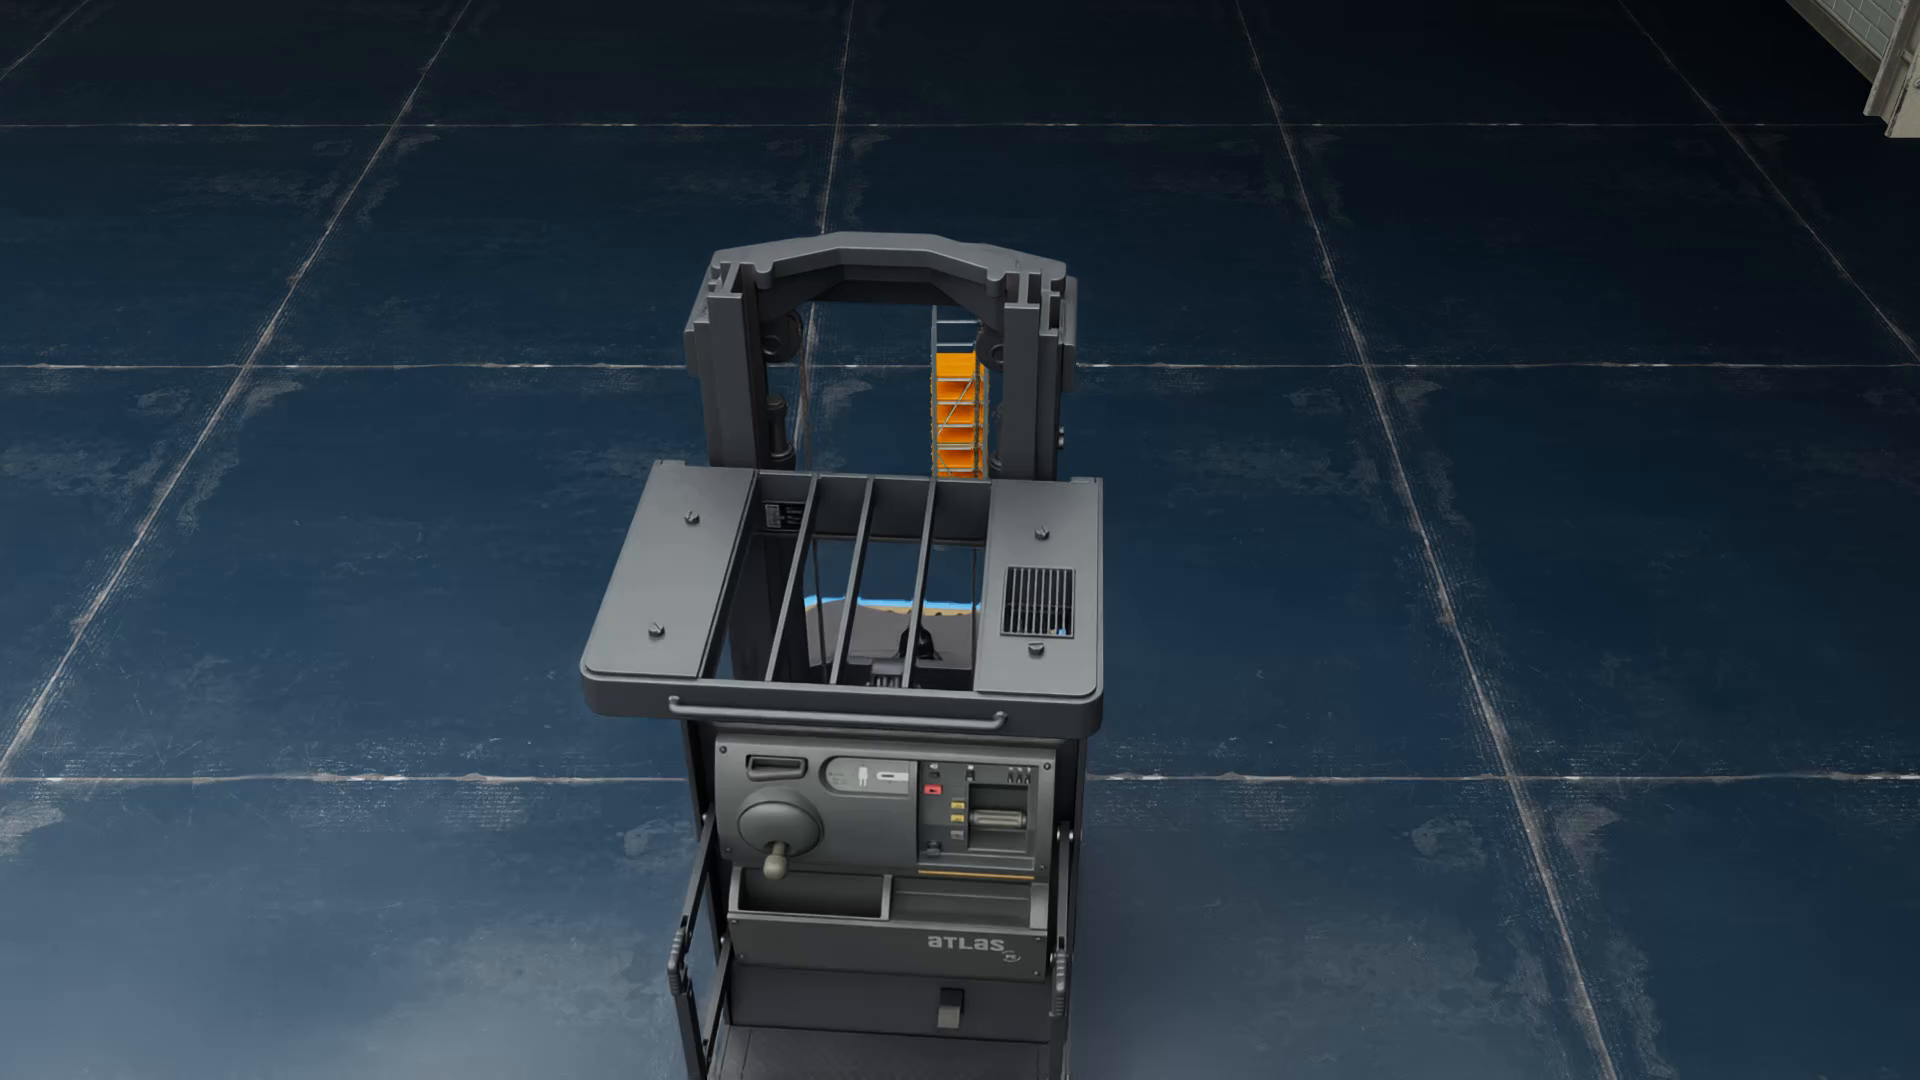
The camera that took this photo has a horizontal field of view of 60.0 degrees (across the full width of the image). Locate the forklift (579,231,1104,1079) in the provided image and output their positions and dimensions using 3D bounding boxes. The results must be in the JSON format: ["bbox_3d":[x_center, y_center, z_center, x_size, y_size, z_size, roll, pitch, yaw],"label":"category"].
[{"bbox_3d":[-0.219,0.820,4.384,1.130,2.935,3.031,2,39,3],"label":"forklift"}]

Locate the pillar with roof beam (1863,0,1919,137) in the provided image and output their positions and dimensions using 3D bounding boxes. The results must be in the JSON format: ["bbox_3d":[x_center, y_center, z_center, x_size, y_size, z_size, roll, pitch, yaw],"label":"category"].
[{"bbox_3d":[2.045,-6.322,8.443,9.100,9.000,0.400,0,39,0],"label":"pillar with roof beam"}]

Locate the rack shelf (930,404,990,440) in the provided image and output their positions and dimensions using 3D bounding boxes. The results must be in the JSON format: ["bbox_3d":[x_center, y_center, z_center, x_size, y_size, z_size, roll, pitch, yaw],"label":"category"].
[{"bbox_3d":[0.000,-0.536,7.339,0.258,0.103,0.180,0,39,0],"label":"rack shelf"}]

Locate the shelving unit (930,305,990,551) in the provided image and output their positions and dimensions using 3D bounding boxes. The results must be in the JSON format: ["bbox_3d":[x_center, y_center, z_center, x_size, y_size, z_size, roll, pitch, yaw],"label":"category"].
[{"bbox_3d":[0.000,-0.477,7.386,0.258,1.200,0.189,0,39,0],"label":"shelving unit"}]

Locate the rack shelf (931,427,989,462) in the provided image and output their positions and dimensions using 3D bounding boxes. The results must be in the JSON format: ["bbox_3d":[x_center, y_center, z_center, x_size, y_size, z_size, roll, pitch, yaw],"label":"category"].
[{"bbox_3d":[0.000,-0.443,7.414,0.258,0.103,0.180,0,39,0],"label":"rack shelf"}]

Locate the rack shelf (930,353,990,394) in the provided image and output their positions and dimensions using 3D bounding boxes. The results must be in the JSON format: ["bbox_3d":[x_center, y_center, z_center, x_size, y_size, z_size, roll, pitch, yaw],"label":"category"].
[{"bbox_3d":[0.000,-0.724,7.189,0.258,0.103,0.180,0,39,0],"label":"rack shelf"}]

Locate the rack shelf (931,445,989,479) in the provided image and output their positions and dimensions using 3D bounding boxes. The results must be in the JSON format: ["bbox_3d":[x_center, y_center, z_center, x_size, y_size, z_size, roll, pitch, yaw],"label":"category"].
[{"bbox_3d":[0.000,-0.349,7.489,0.258,0.103,0.180,0,39,0],"label":"rack shelf"}]

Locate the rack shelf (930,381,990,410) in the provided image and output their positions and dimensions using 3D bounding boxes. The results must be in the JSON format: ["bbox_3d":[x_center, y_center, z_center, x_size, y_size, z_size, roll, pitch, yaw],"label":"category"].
[{"bbox_3d":[0.000,-0.630,7.264,0.258,0.103,0.180,0,39,0],"label":"rack shelf"}]

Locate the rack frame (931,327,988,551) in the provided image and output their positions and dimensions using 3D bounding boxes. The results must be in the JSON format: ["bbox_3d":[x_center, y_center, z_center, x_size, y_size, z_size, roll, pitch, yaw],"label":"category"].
[{"bbox_3d":[0.000,-0.420,7.315,0.240,1.200,0.006,0,39,0],"label":"rack frame"}]

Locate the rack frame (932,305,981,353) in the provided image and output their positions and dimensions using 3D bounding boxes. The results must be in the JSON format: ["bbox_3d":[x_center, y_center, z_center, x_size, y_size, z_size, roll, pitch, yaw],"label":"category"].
[{"bbox_3d":[0.000,-0.534,7.457,0.240,1.200,0.006,0,39,0],"label":"rack frame"}]

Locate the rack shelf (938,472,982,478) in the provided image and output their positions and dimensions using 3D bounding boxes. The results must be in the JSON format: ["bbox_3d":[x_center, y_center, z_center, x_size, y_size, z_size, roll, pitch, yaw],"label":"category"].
[{"bbox_3d":[0.000,-0.255,7.564,0.258,0.103,0.180,0,39,0],"label":"rack shelf"}]
